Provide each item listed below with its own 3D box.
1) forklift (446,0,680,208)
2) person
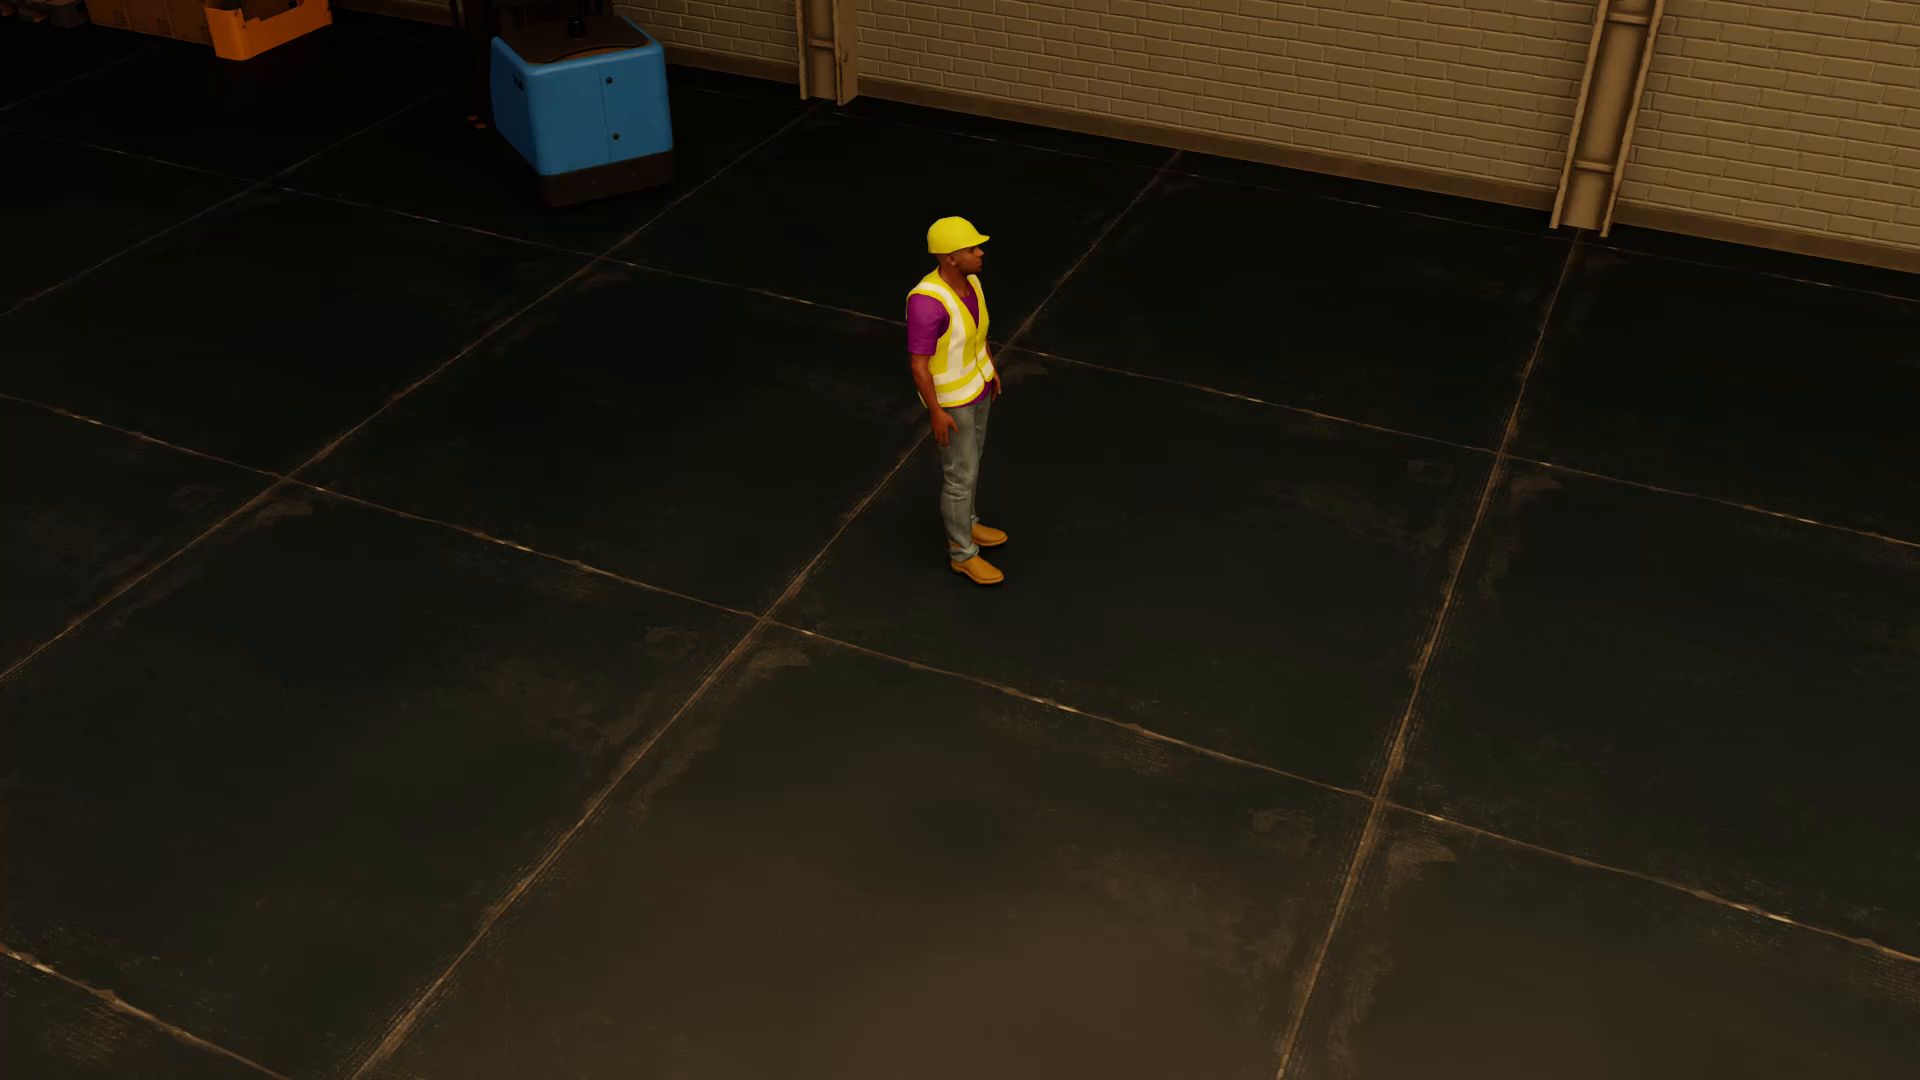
[{"bbox_3d":[-3.236,-4.377,12.223,1.130,2.935,3.031,-19,40,-24],"label":"forklift"},{"bbox_3d":[0.060,-0.705,8.065,0.577,1.765,0.665,15,38,20],"label":"person"}]
